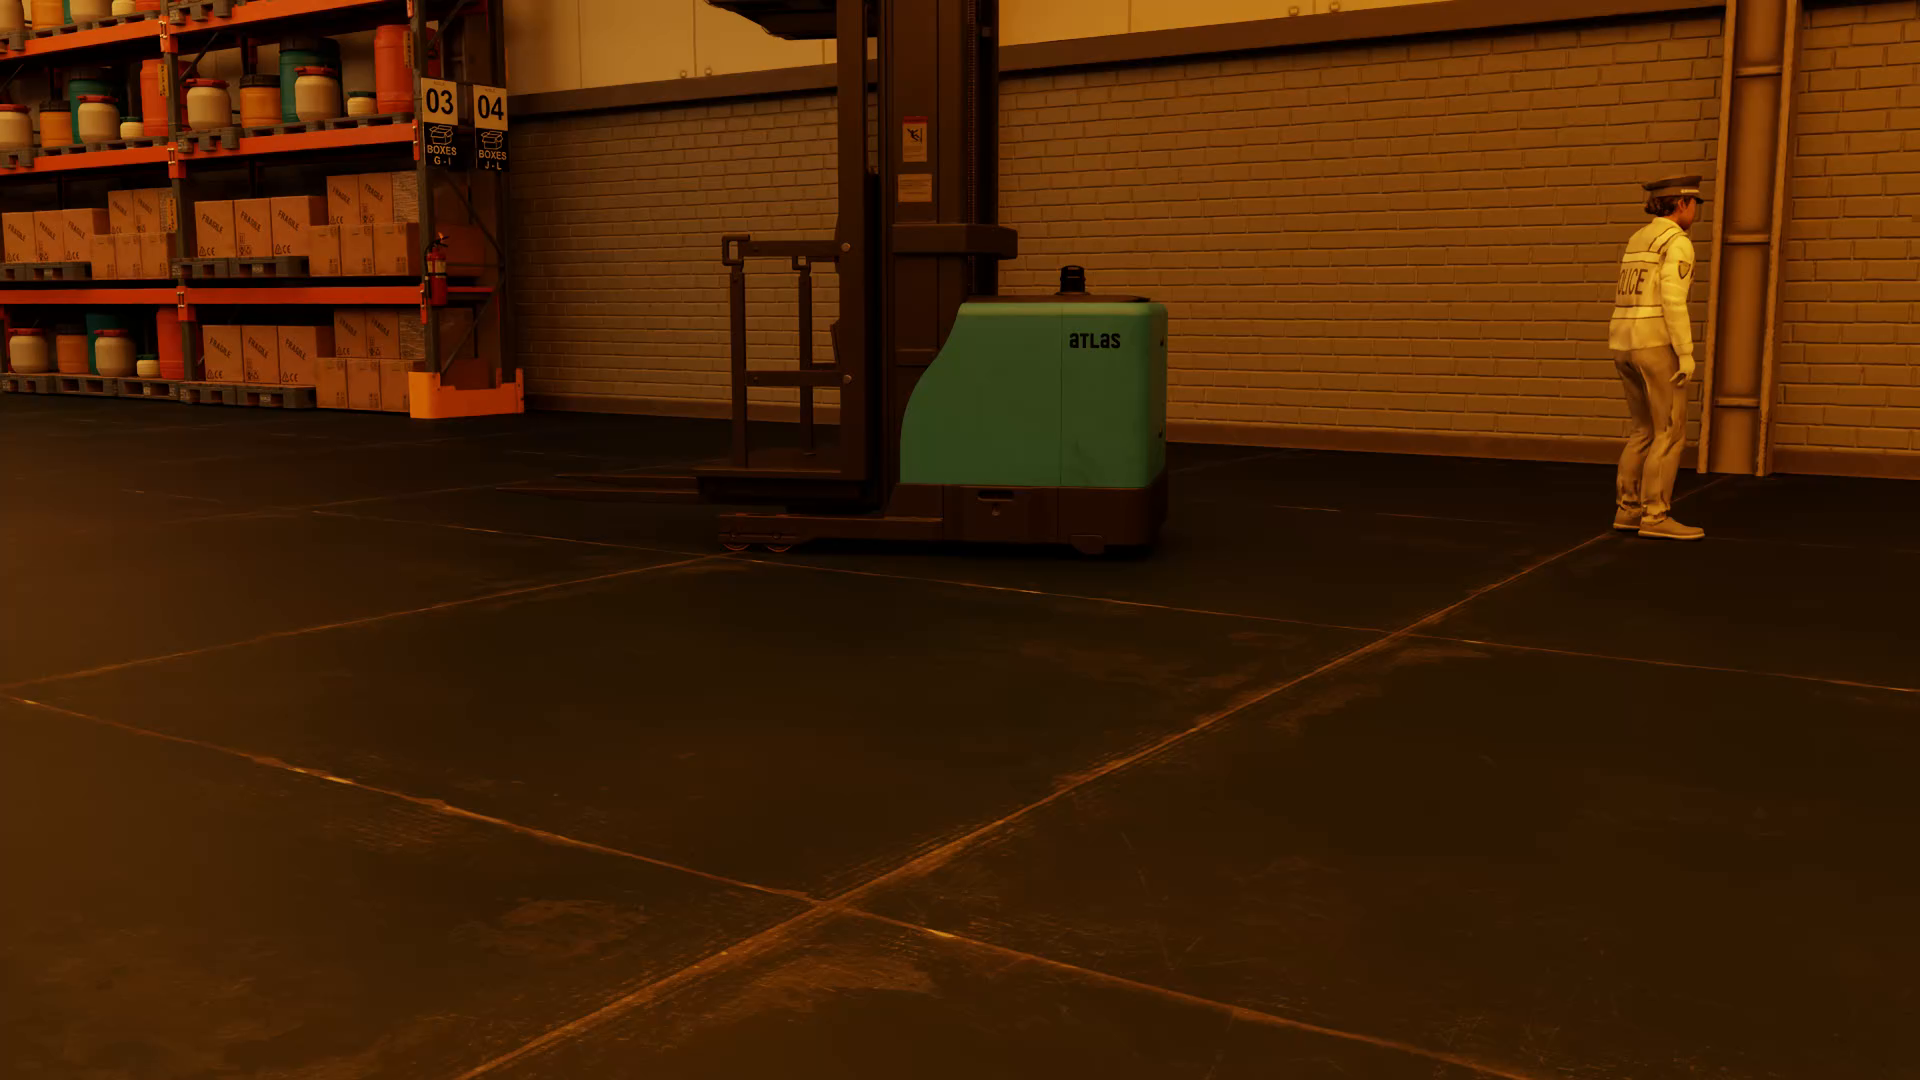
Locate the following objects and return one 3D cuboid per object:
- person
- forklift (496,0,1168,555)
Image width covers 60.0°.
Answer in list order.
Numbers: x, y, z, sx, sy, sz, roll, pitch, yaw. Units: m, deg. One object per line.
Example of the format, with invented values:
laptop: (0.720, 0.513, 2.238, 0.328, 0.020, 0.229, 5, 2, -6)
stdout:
person: (3.225, -0.853, 7.706, 0.373, 1.662, 0.536, -1, 8, -5)
forklift: (-0.596, -1.469, 7.520, 3.031, 2.935, 1.130, 2, 8, 12)
